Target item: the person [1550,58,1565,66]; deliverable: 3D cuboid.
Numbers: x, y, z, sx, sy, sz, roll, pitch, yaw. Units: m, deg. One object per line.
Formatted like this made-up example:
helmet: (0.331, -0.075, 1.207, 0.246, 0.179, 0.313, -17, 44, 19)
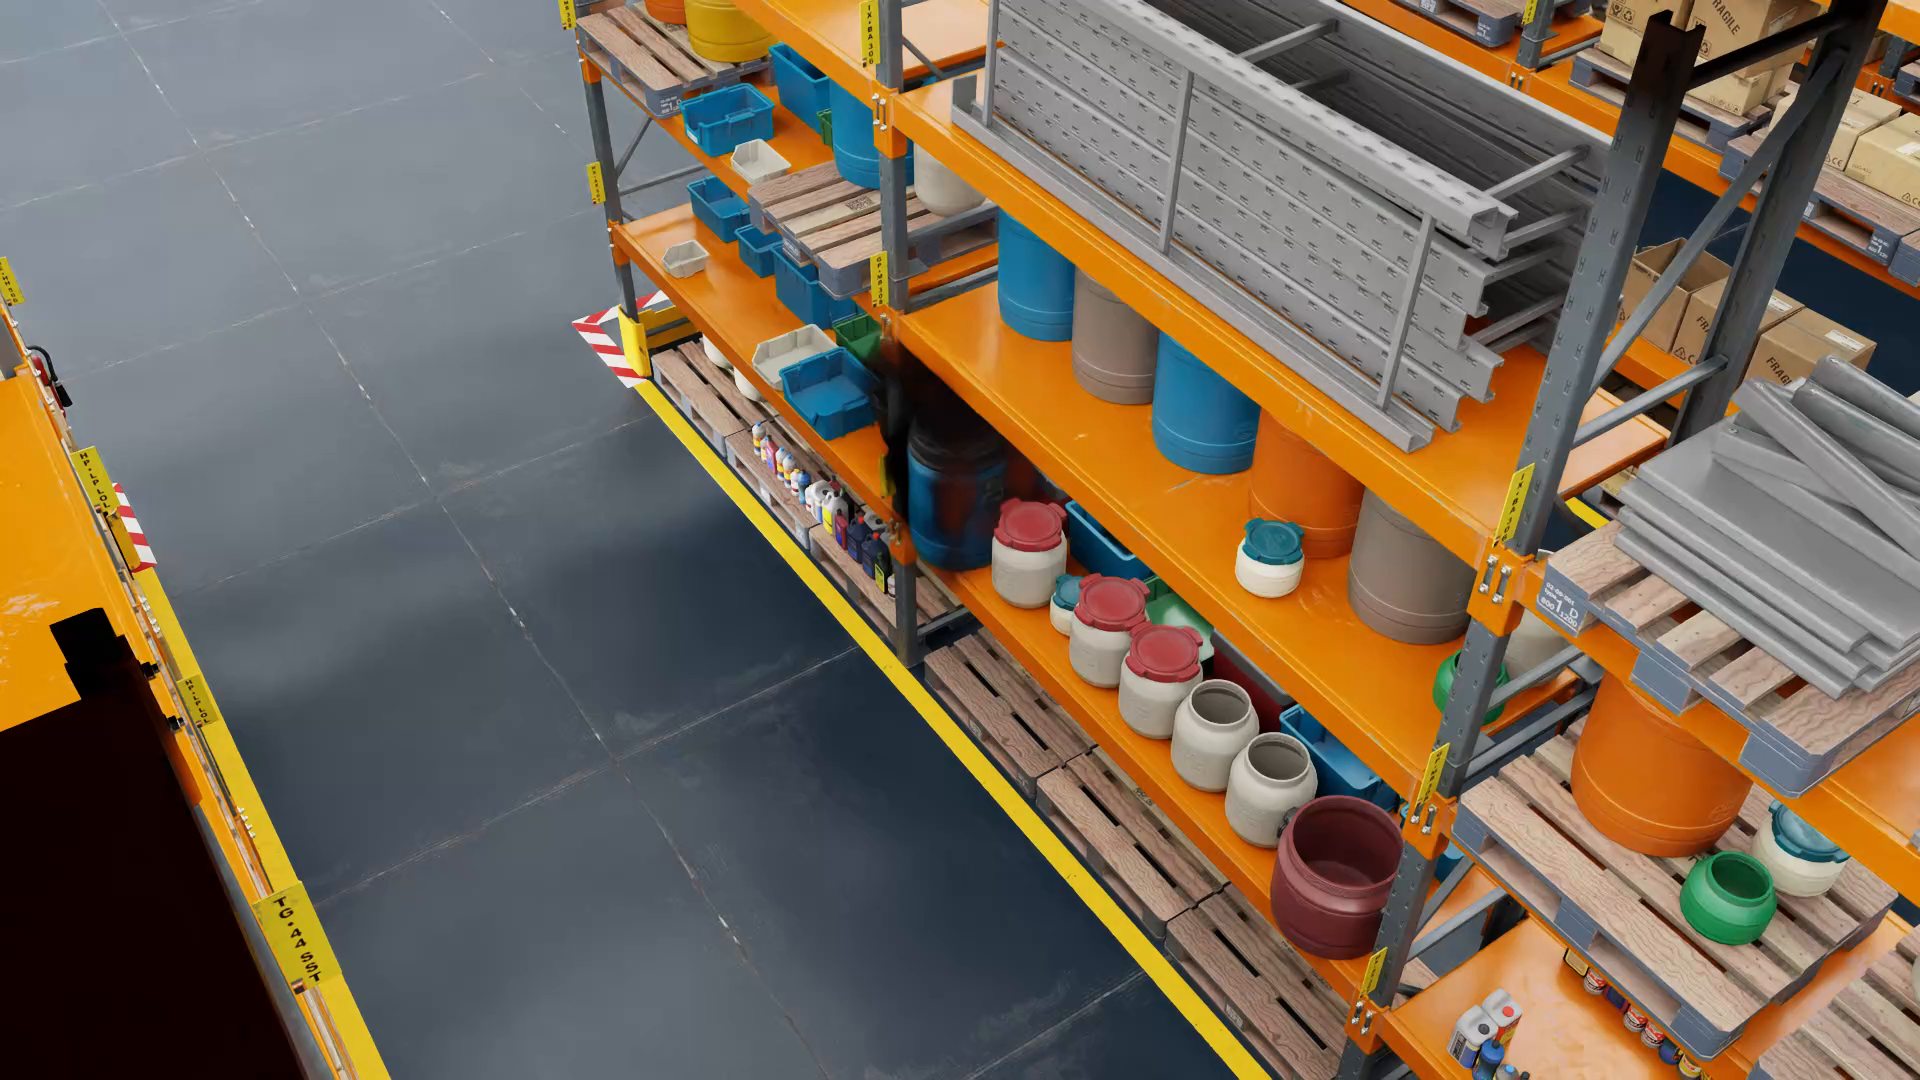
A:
person: (5.414, -4.455, 15.381, 0.468, 1.672, 0.549, -3, 43, -4)
